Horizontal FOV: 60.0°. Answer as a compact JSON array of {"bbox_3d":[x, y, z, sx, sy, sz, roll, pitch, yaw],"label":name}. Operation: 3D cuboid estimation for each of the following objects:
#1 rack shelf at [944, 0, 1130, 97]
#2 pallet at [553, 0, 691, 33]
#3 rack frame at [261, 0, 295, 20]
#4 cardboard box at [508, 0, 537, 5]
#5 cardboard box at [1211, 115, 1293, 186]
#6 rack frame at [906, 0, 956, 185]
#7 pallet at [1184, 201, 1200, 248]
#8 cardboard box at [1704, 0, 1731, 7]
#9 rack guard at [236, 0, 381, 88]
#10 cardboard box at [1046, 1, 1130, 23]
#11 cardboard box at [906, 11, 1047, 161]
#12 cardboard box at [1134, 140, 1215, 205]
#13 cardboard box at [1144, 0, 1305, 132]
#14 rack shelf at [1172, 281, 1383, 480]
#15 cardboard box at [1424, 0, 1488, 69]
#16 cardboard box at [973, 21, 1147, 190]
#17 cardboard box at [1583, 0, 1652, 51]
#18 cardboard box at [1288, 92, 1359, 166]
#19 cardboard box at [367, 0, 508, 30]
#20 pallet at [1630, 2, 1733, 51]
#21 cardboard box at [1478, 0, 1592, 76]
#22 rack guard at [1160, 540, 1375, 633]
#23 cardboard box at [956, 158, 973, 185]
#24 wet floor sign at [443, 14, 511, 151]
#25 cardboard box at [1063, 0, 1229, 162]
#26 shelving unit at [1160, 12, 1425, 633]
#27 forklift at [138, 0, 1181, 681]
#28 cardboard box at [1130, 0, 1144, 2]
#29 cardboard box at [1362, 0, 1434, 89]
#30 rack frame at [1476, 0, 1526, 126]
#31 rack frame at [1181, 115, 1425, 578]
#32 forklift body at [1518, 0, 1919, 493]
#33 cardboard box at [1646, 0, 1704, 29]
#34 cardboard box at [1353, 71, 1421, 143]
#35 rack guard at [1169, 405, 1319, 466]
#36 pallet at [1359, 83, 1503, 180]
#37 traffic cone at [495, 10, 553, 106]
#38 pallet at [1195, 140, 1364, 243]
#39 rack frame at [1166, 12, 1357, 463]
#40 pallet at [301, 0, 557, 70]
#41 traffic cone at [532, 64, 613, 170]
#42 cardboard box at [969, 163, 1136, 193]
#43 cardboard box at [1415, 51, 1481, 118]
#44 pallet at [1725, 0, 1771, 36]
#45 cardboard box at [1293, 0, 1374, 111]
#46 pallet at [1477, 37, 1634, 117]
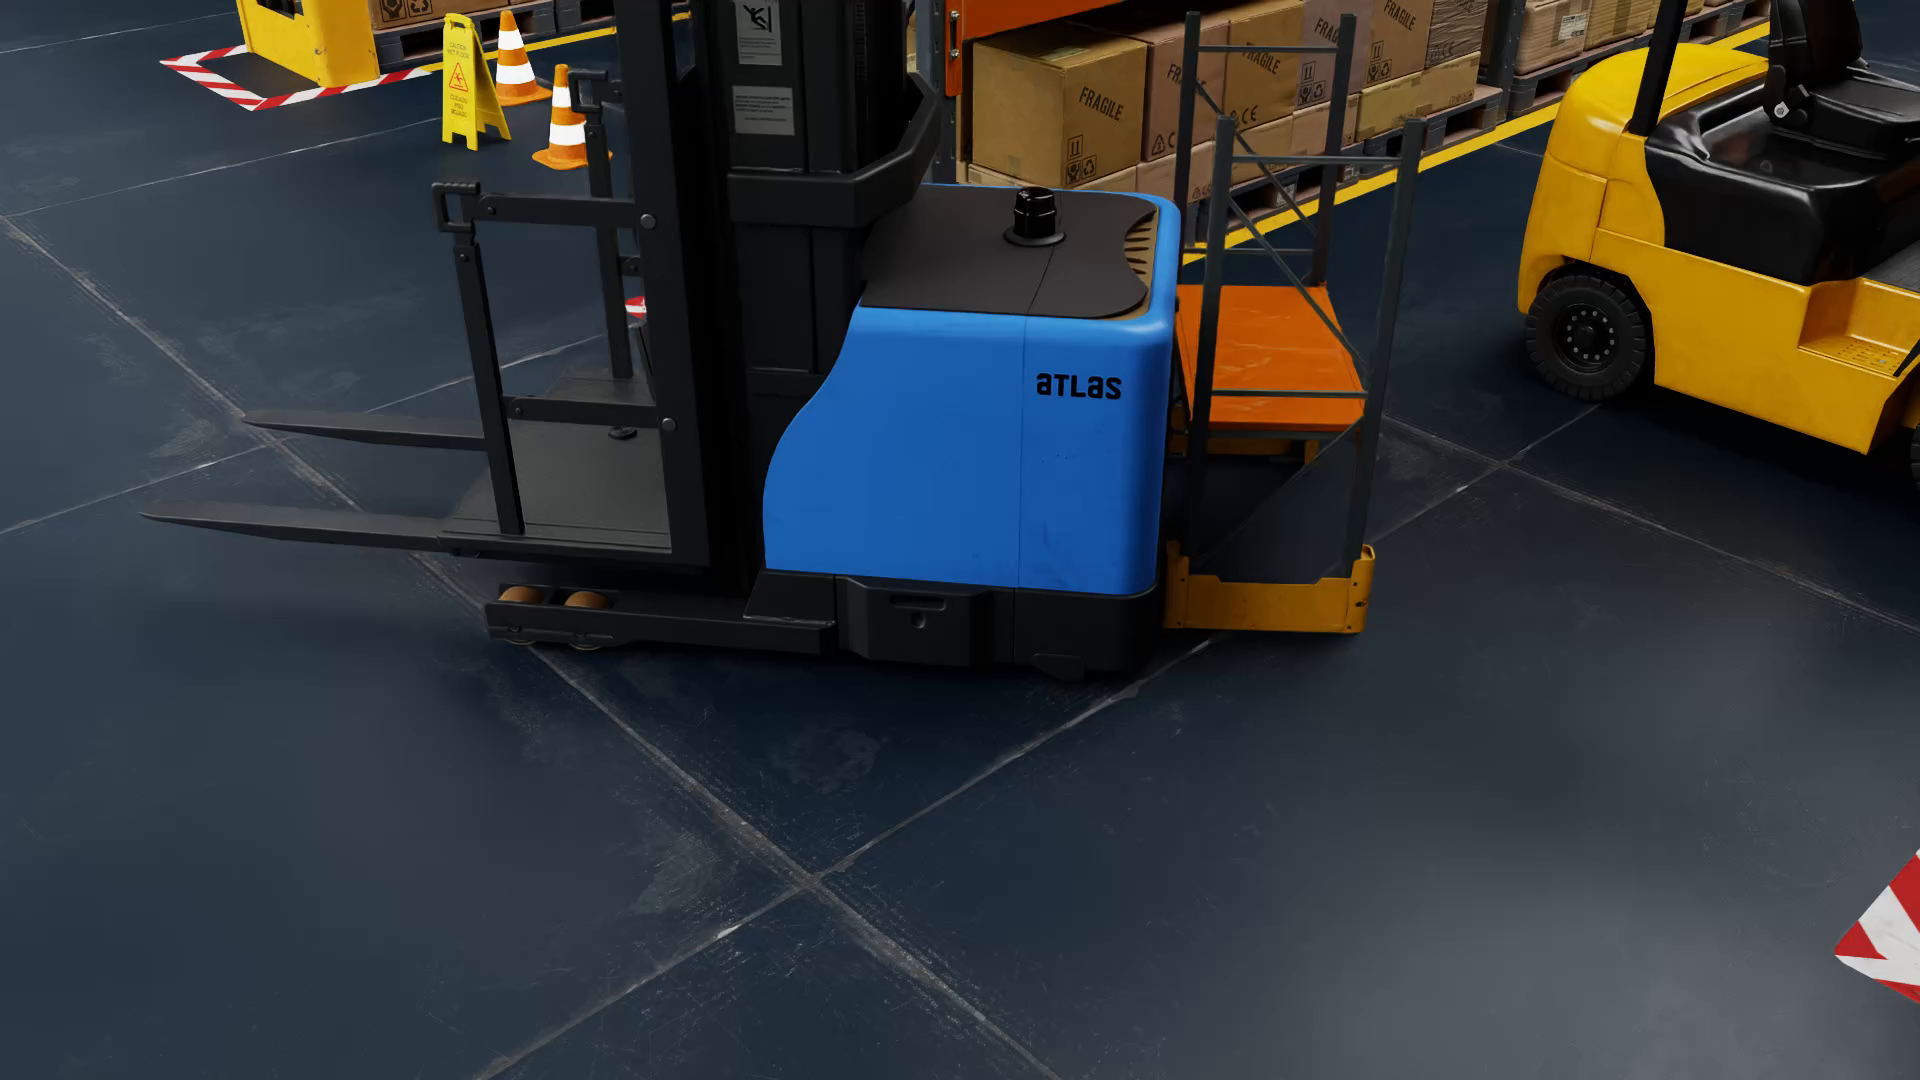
[{"bbox_3d":[1.071,-2.670,7.430,4.000,0.370,1.077,-26,40,-35],"label":"rack shelf"},{"bbox_3d":[-2.407,-3.679,11.065,1.213,0.211,1.003,-26,40,-35],"label":"pallet"},{"bbox_3d":[-3.835,-4.125,9.121,0.127,3.000,1.000,-26,40,-35],"label":"rack frame"},{"bbox_3d":[-2.739,-3.976,10.512,0.875,0.875,0.875,-27,40,-36],"label":"cardboard box"},{"bbox_3d":[1.155,-1.830,7.601,0.500,0.250,0.500,-23,38,-32],"label":"cardboard box"},{"bbox_3d":[-0.395,-2.267,6.083,0.127,3.000,1.000,-26,40,-35],"label":"rack frame"},{"bbox_3d":[0.280,-1.379,7.303,1.213,0.211,1.003,-26,40,-35],"label":"pallet"},{"bbox_3d":[4.514,-3.702,10.545,0.625,0.372,0.950,-27,40,-36],"label":"cardboard box"},{"bbox_3d":[-3.852,-3.050,9.759,0.348,0.500,1.175,-26,40,-35],"label":"rack guard"},{"bbox_3d":[0.395,-2.164,7.427,0.500,0.500,0.500,-24,39,-34],"label":"cardboard box"},{"bbox_3d":[0.015,-1.977,7.123,0.500,0.500,0.500,-26,40,-35],"label":"cardboard box"},{"bbox_3d":[0.764,-1.632,7.277,0.500,0.250,0.500,-24,39,-34],"label":"cardboard box"},{"bbox_3d":[1.155,-2.144,7.396,0.500,0.500,0.500,-25,39,-35],"label":"cardboard box"},{"bbox_3d":[0.900,-0.500,4.974,0.538,0.185,1.000,1,31,2],"label":"rack shelf"},{"bbox_3d":[2.287,-2.700,8.304,0.500,0.500,0.500,-26,40,-36],"label":"cardboard box"},{"bbox_3d":[0.401,-1.782,6.804,0.500,0.500,0.500,-27,41,-37],"label":"cardboard box"},{"bbox_3d":[3.446,-3.187,9.704,0.625,0.372,0.950,-23,38,-33],"label":"cardboard box"},{"bbox_3d":[1.528,-2.008,7.892,0.500,0.250,0.500,-25,39,-35],"label":"cardboard box"},{"bbox_3d":[-3.383,-3.664,10.000,0.875,0.875,0.875,-26,40,-35],"label":"cardboard box"},{"bbox_3d":[4.003,-3.208,10.294,1.213,0.211,1.003,-26,40,-35],"label":"pallet"},{"bbox_3d":[2.921,-2.931,9.285,0.625,0.372,0.950,-25,39,-35],"label":"cardboard box"},{"bbox_3d":[0.880,0.135,4.790,0.587,0.250,0.087,1,31,2],"label":"rack guard"},{"bbox_3d":[0.032,-1.672,7.341,0.500,0.250,0.500,-26,40,-36],"label":"cardboard box"},{"bbox_3d":[-2.510,-2.353,8.479,0.267,0.644,0.232,22,37,31],"label":"wet floor sign"},{"bbox_3d":[0.782,-1.969,7.110,0.500,0.500,0.500,-28,41,-37],"label":"cardboard box"},{"bbox_3d":[0.901,-0.658,4.888,0.587,1.500,1.083,1,31,2],"label":"shelving unit"},{"bbox_3d":[-0.906,-1.203,4.408,3.031,2.935,1.130,4,32,7],"label":"forklift"},{"bbox_3d":[0.770,-2.340,7.716,0.500,0.500,0.500,-27,40,-36],"label":"cardboard box"},{"bbox_3d":[1.915,-2.519,8.008,0.500,0.500,0.500,-25,39,-35],"label":"cardboard box"},{"bbox_3d":[2.538,-3.686,8.403,0.127,3.000,1.000,-26,40,-35],"label":"rack frame"},{"bbox_3d":[0.879,-0.388,4.447,0.500,1.500,0.032,1,31,2],"label":"rack frame"},{"bbox_3d":[3.133,-1.378,5.442,1.214,2.155,2.313,-26,40,-35],"label":"forklift body"},{"bbox_3d":[3.954,-3.435,10.108,0.625,0.372,0.950,-24,39,-34],"label":"cardboard box"},{"bbox_3d":[1.904,-2.187,8.184,0.500,0.250,0.500,-27,41,-37],"label":"cardboard box"},{"bbox_3d":[0.921,-0.384,5.639,0.587,0.250,0.087,1,31,2],"label":"rack guard"},{"bbox_3d":[2.070,-2.245,8.719,1.213,0.211,1.003,-26,40,-35],"label":"pallet"},{"bbox_3d":[-2.480,-2.688,9.202,0.334,0.463,0.336,-26,40,-35],"label":"traffic cone"},{"bbox_3d":[1.175,-1.810,8.007,1.213,0.211,1.003,-26,40,-35],"label":"pallet"},{"bbox_3d":[0.921,-0.918,5.314,0.500,1.500,0.032,1,31,2],"label":"rack frame"},{"bbox_3d":[-3.302,-3.249,10.361,1.213,0.211,1.003,-26,40,-35],"label":"pallet"},{"bbox_3d":[-1.961,-2.135,8.298,0.334,0.463,0.336,-26,40,-35],"label":"traffic cone"},{"bbox_3d":[0.384,-1.454,6.985,0.500,0.250,0.500,-26,40,-36],"label":"cardboard box"},{"bbox_3d":[2.287,-2.380,8.499,0.500,0.250,0.500,-24,39,-33],"label":"cardboard box"},{"bbox_3d":[4.897,-3.639,10.998,1.213,0.211,1.003,-26,40,-35],"label":"pallet"},{"bbox_3d":[1.541,-2.337,7.711,0.500,0.500,0.500,-23,39,-33],"label":"cardboard box"},{"bbox_3d":[3.108,-2.773,9.583,1.213,0.211,1.003,-26,40,-35],"label":"pallet"}]
